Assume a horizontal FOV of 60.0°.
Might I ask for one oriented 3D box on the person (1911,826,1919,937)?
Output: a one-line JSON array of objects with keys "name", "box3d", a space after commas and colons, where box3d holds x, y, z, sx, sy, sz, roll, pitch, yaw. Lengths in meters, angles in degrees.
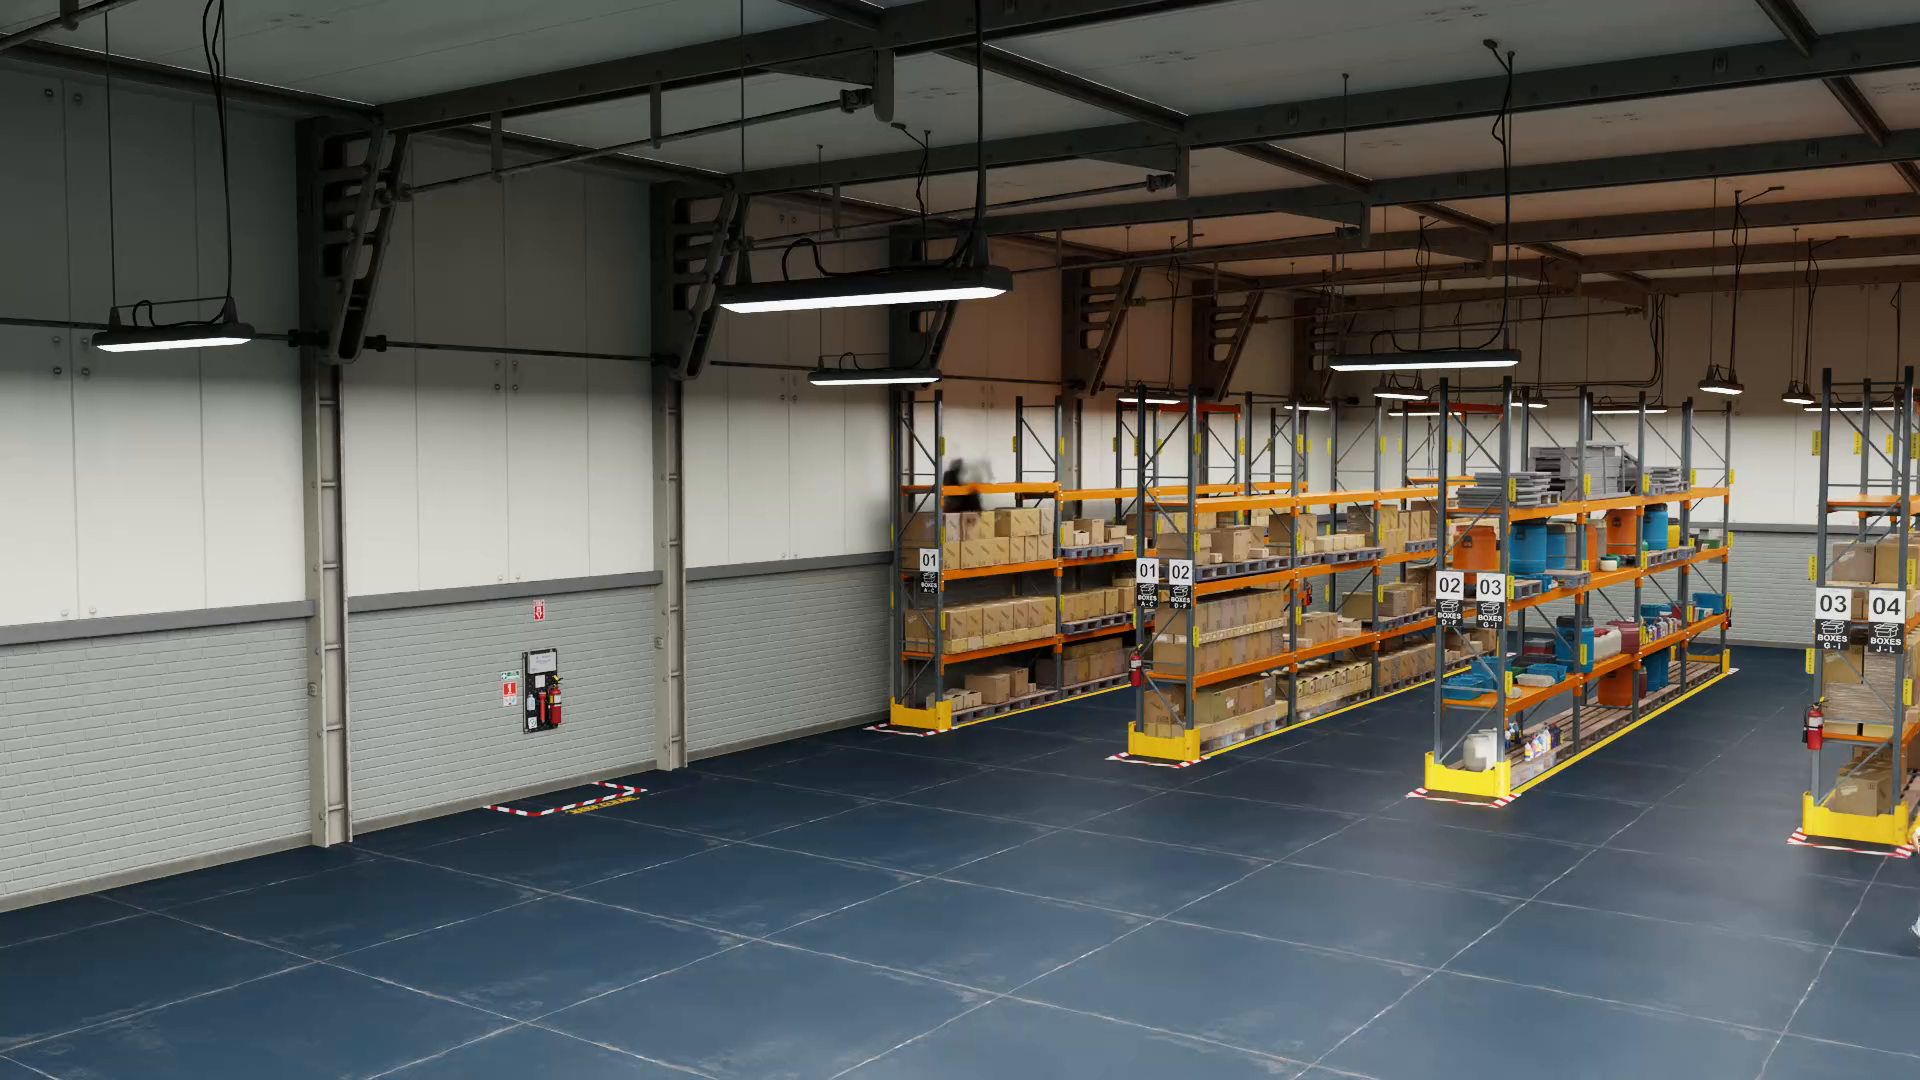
[{"name": "person", "box3d": [9.598, 3.253, 16.072, 0.595, 1.676, 0.885, -1, 4, -24]}]
